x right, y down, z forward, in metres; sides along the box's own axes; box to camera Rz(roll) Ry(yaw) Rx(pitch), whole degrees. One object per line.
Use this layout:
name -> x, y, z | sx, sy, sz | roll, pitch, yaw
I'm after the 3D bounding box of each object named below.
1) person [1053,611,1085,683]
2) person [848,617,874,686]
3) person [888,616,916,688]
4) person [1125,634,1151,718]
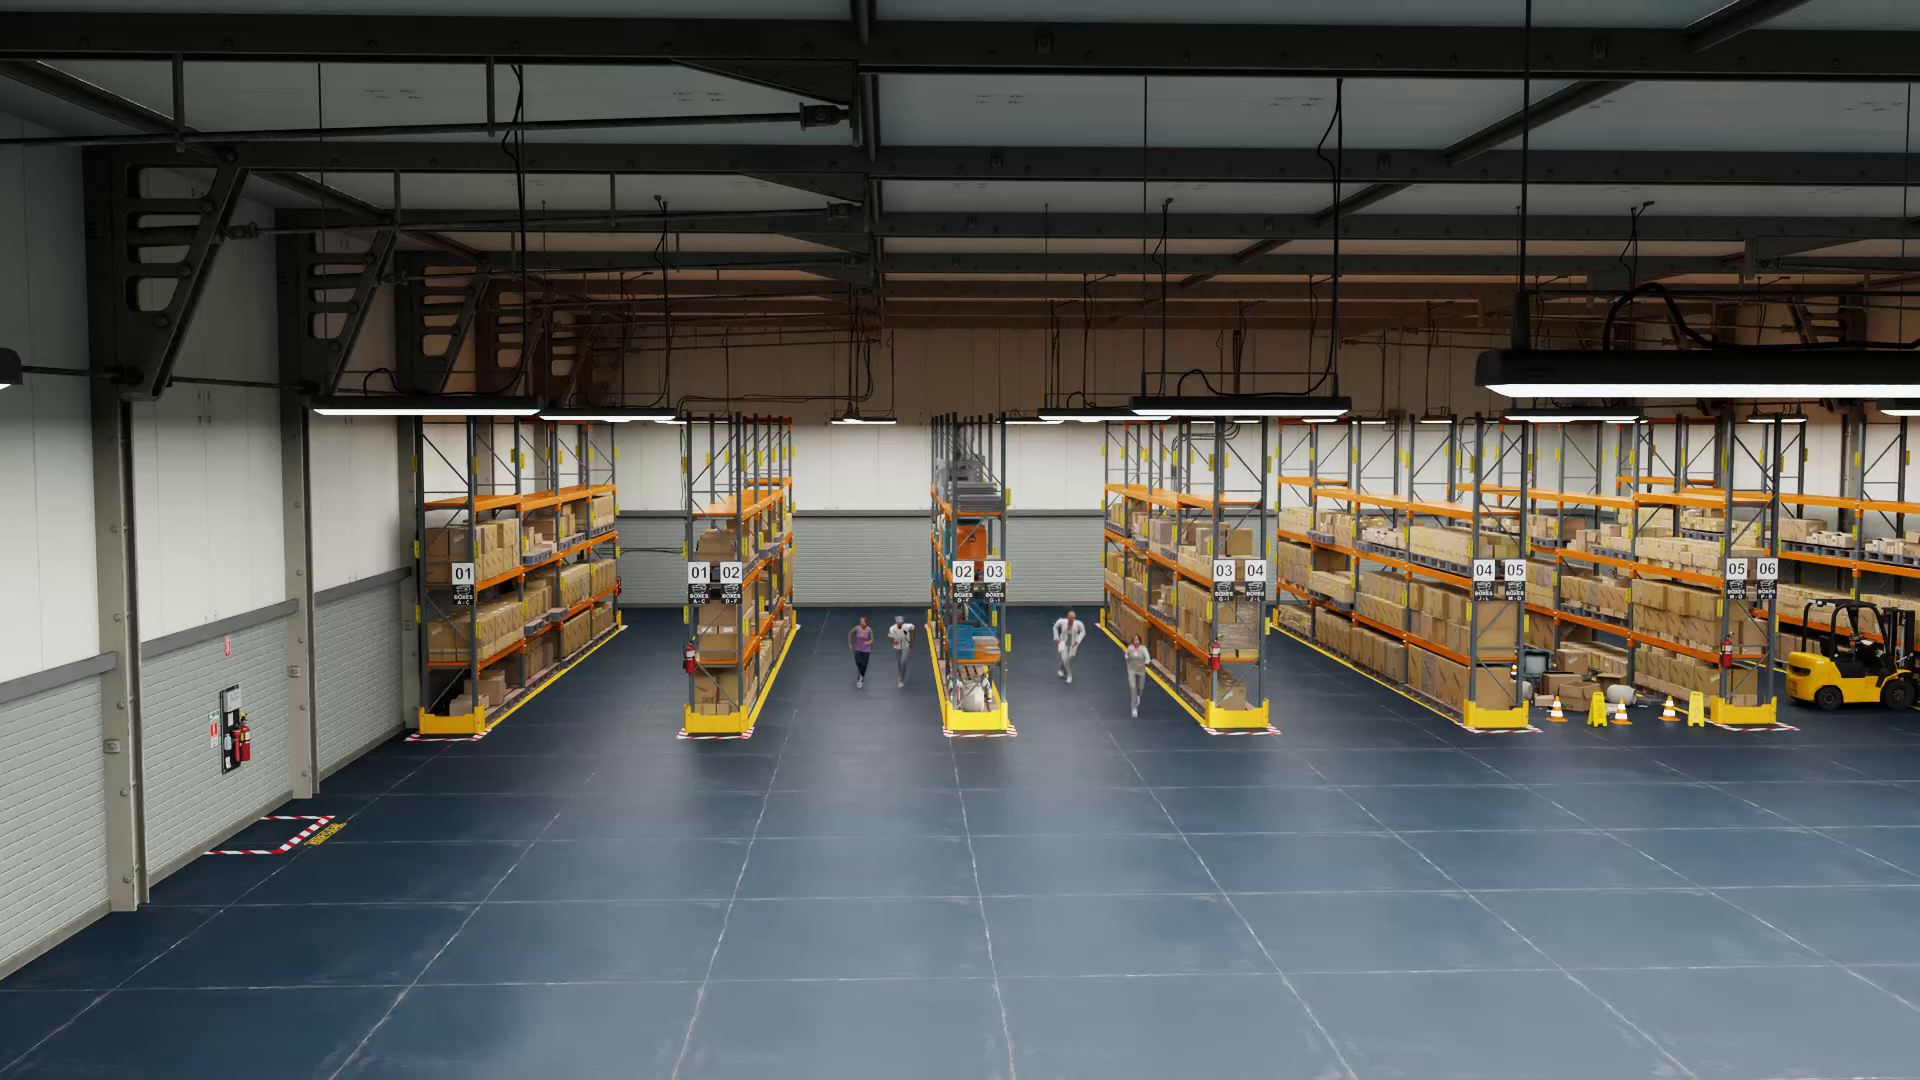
person -> 2.445, 2.382, 37.618 | 0.716, 1.636, 1.092 | 0, 4, -4
person -> -2.172, 2.465, 36.549 | 0.571, 1.533, 0.654 | 0, 4, -2
person -> -1.280, 2.455, 36.897 | 0.618, 1.623, 0.973 | 0, 4, 3
person -> 3.548, 2.680, 33.219 | 0.497, 1.619, 1.005 | 0, 4, 3
